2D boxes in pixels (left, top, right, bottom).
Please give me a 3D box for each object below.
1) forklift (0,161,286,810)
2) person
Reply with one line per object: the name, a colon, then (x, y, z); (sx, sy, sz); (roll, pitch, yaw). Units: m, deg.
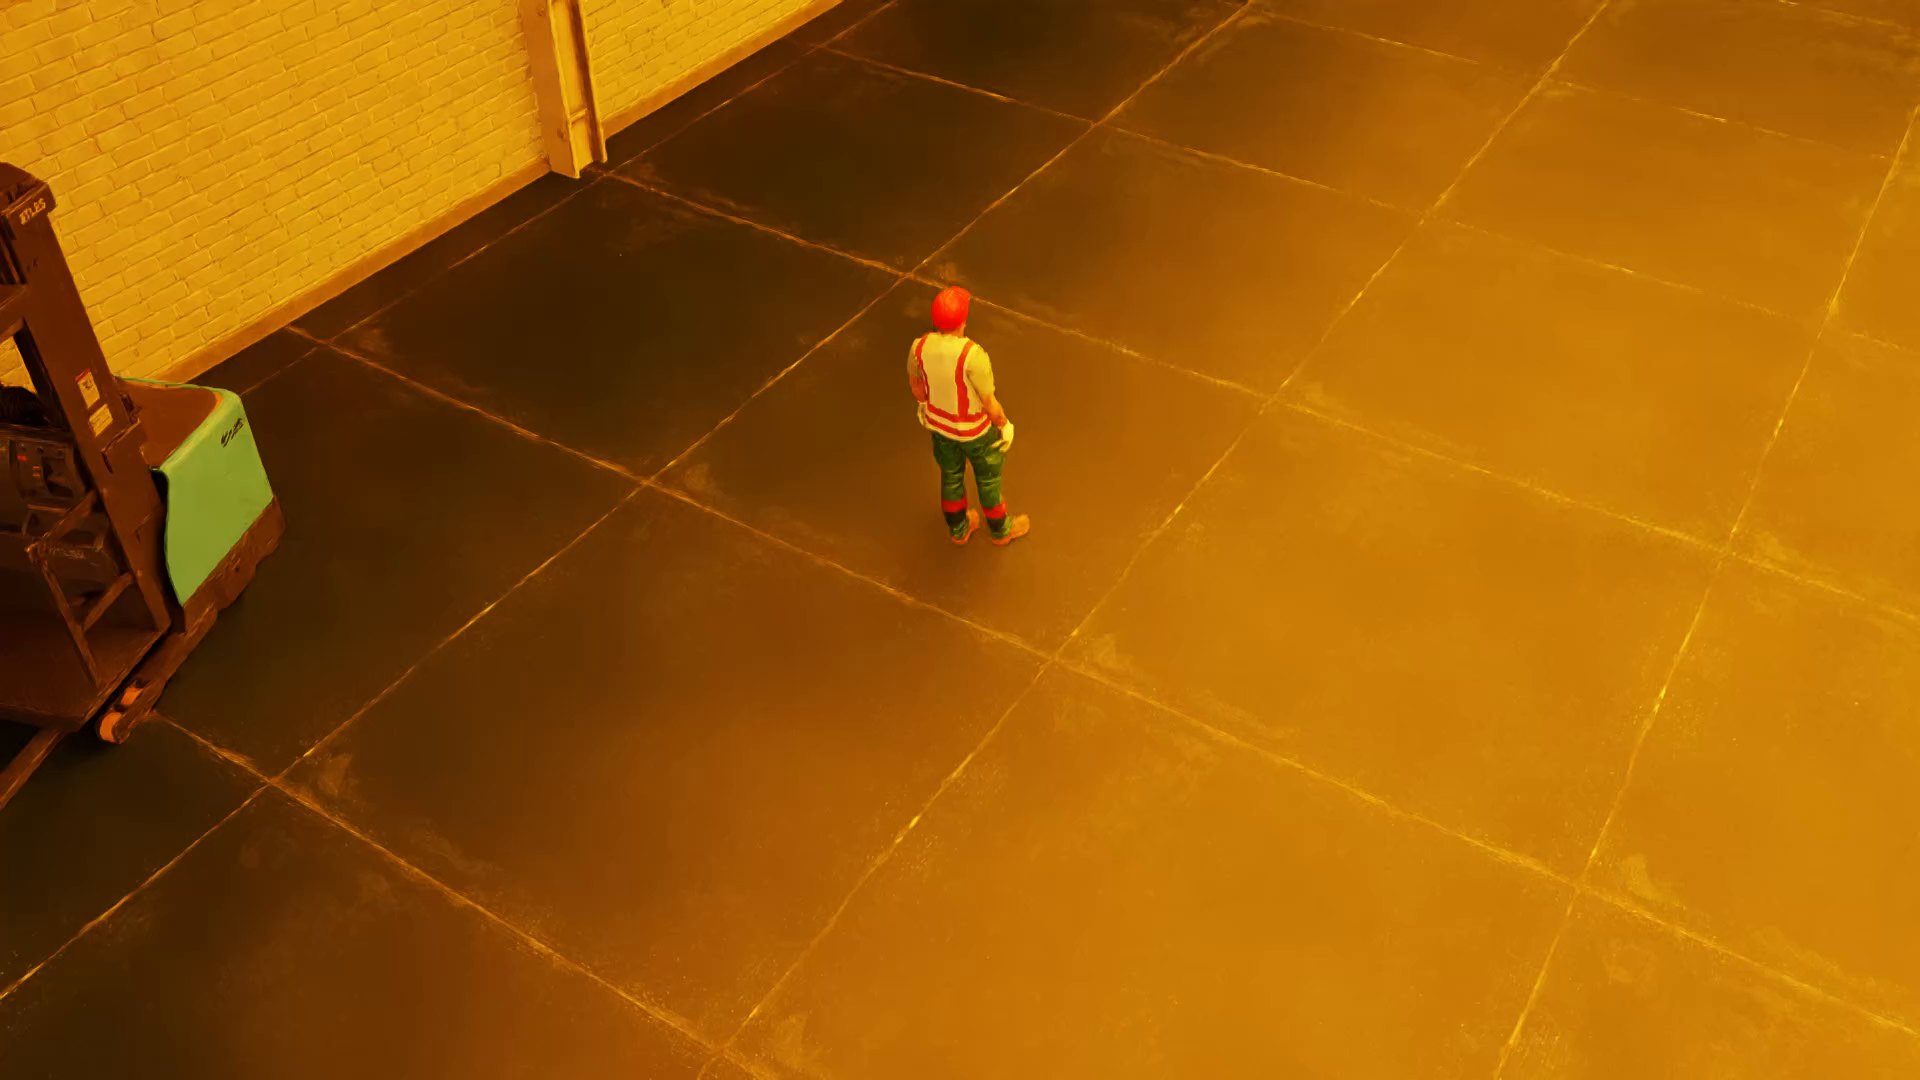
forklift: (-4.954, -0.297, 8.318); (1.130, 2.935, 3.031); (8, 41, 9)
person: (0.053, -0.726, 9.700); (0.637, 1.783, 0.563); (22, 45, 24)
